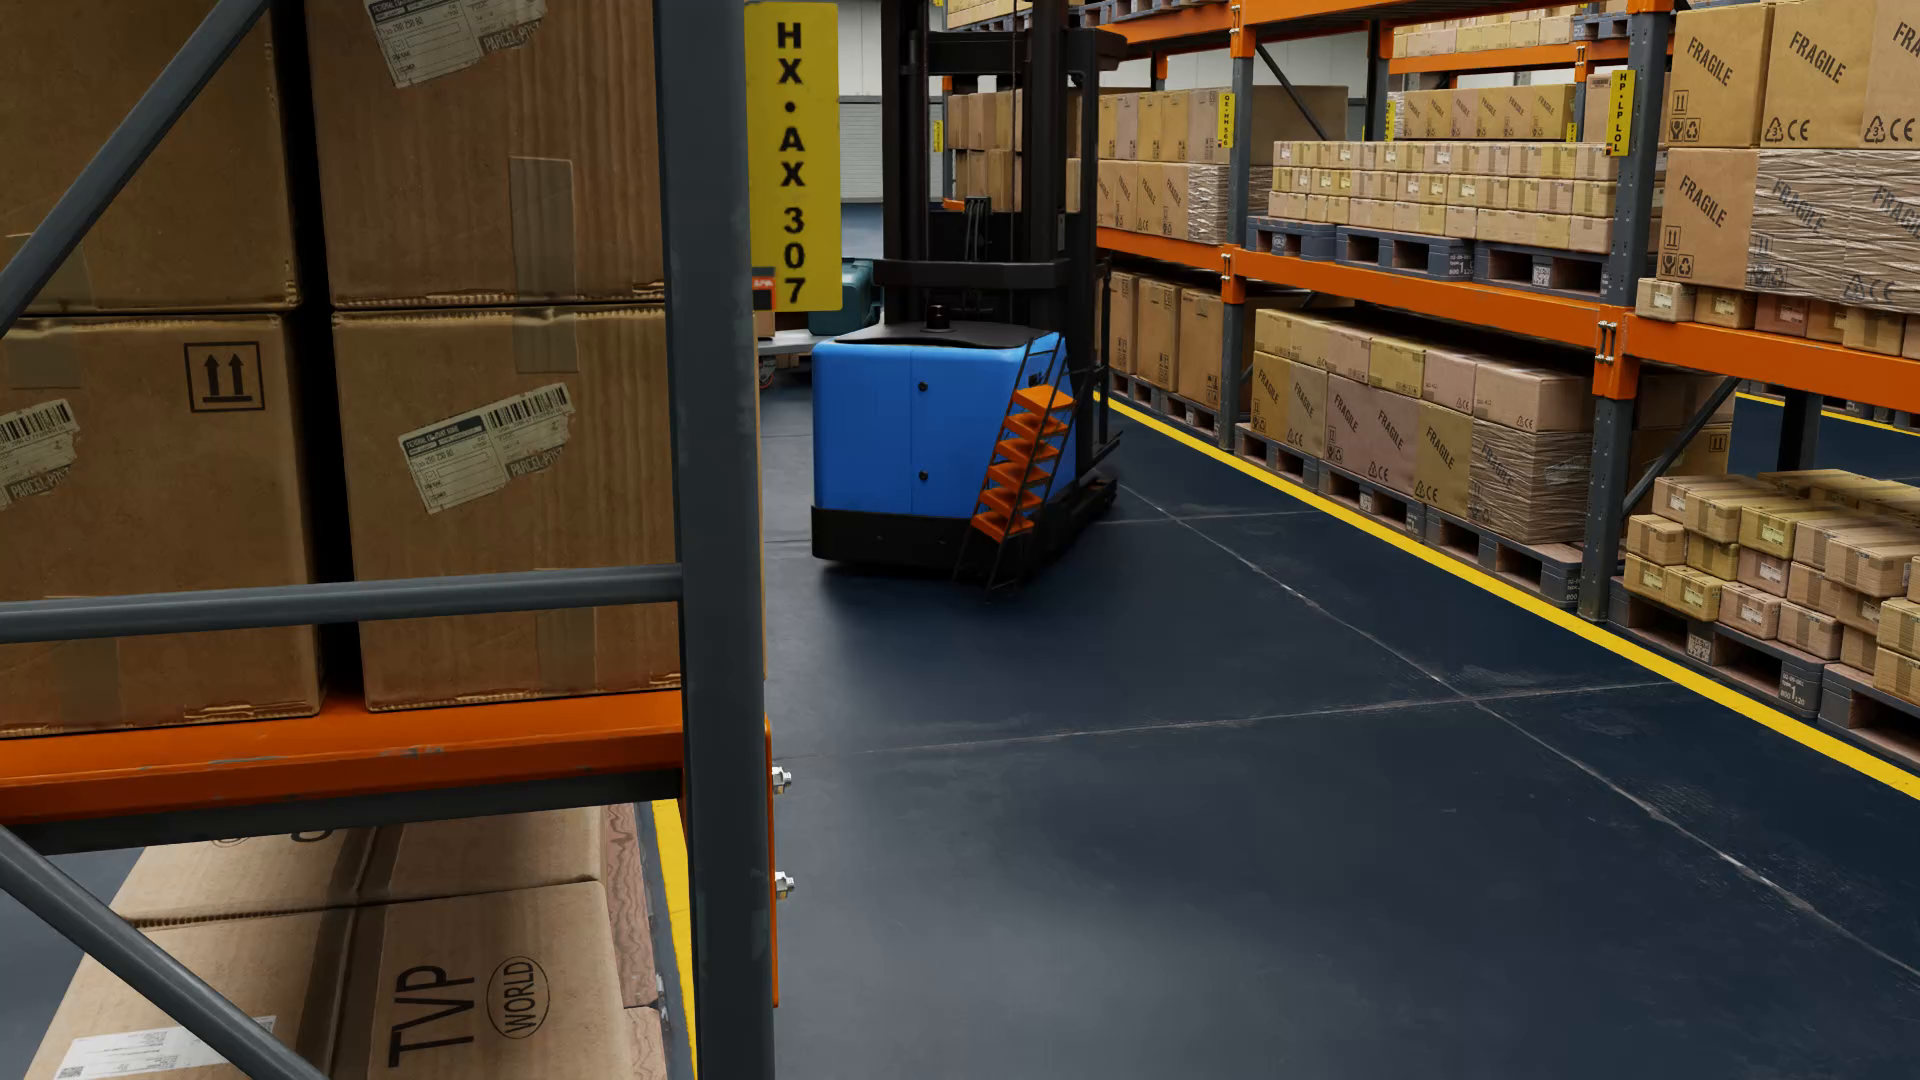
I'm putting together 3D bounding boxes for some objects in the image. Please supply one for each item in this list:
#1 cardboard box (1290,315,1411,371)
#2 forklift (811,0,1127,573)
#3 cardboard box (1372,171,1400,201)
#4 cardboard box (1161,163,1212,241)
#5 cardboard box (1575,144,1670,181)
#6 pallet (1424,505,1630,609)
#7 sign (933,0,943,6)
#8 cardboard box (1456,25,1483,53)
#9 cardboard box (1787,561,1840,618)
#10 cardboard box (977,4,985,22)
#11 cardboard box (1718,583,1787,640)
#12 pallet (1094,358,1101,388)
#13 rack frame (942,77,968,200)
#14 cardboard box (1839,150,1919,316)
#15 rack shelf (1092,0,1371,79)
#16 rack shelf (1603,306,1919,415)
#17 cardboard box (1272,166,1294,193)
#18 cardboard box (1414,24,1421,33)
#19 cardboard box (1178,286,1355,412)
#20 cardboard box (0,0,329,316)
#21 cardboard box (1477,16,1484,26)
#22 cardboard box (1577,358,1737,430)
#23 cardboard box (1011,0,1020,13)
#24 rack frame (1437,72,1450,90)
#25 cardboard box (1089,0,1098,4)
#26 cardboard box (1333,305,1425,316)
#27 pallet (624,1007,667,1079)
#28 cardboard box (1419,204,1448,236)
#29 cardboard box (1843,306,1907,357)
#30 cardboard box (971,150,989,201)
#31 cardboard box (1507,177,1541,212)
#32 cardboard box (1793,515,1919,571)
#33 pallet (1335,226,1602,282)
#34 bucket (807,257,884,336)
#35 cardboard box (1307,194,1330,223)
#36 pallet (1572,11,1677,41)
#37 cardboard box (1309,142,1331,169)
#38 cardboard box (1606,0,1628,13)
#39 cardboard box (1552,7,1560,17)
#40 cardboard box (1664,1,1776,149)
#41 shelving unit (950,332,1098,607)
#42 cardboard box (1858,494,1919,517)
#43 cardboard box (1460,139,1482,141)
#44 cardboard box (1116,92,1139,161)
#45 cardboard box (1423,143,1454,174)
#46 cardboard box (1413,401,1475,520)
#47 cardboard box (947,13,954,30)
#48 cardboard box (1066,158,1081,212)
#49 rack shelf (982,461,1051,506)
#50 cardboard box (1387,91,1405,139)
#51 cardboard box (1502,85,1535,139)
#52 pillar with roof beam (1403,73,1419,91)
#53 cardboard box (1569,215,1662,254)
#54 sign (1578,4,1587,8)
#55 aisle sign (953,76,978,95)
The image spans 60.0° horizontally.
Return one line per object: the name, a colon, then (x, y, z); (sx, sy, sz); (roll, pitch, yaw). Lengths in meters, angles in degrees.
cardboard box: (2.234, -1.131, 9.540); (0.500, 0.250, 0.500); (-3, 14, -14)
forklift: (0.232, -1.576, 8.702); (1.130, 2.935, 3.031); (4, 14, 17)
cardboard box: (2.411, -1.874, 8.794); (0.380, 0.149, 0.250); (-3, 14, -14)
cardboard box: (1.706, -2.320, 11.391); (0.500, 0.500, 0.500); (-3, 14, -13)
cardboard box: (2.844, -1.597, 7.034); (0.380, 0.149, 0.250); (-3, 14, -11)
pallet: (2.944, 0.031, 7.856); (1.003, 0.211, 1.213); (-3, 14, -13)
sign: (-0.231, -5.803, 17.531); (0.100, 0.325, 0.005); (-3, 14, -13)
cardboard box: (5.383, -5.071, 16.861); (0.500, 0.250, 0.500); (-3, 14, -12)
cardboard box: (3.202, 0.164, 5.932); (0.380, 0.149, 0.250); (-4, 14, -16)
cardboard box: (0.375, -5.112, 16.145); (0.380, 0.149, 0.250); (-3, 14, -14)
cardboard box: (3.073, 0.254, 6.187); (0.380, 0.149, 0.250); (-3, 14, -13)
pallet: (1.504, -1.461, 13.964); (1.003, 0.211, 1.213); (-3, 14, -13)
rack frame: (0.310, -3.912, 18.121); (1.000, 3.000, 0.127); (-3, 14, -13)
cardboard box: (3.206, -0.977, 5.268); (0.500, 0.500, 0.500); (-4, 14, -14)
rack shelf: (1.719, -3.636, 12.185); (1.077, 0.370, 4.000); (-3, 14, -13)
rack shelf: (3.598, -0.333, 4.987); (1.077, 0.370, 4.000); (-3, 14, -13)
cardboard box: (2.107, -2.171, 10.010); (0.380, 0.149, 0.250); (-3, 14, -11)
cardboard box: (5.141, -5.551, 17.982); (0.380, 0.149, 0.250); (-4, 14, -14)
cardboard box: (2.133, -1.324, 11.380); (1.050, 0.750, 0.750); (-3, 14, -14)
cardboard box: (-1.065, -0.554, 2.059); (0.500, 0.500, 0.500); (-3, 14, -11)
cardboard box: (5.445, -5.251, 16.754); (0.380, 0.149, 0.250); (-4, 14, -15)
cardboard box: (3.211, -0.683, 7.706); (0.500, 0.250, 0.500); (-4, 14, -16)
cardboard box: (0.671, -4.820, 14.950); (0.380, 0.149, 0.250); (-3, 14, -13)
rack frame: (5.155, -4.166, 19.157); (1.000, 3.000, 0.127); (-3, 14, -13)
cardboard box: (1.374, -4.798, 14.858); (0.380, 0.149, 0.250); (-3, 14, -13)
cardboard box: (2.604, -1.278, 10.139); (0.500, 0.250, 0.500); (-4, 14, -15)
pallet: (-0.984, 1.252, 2.856); (1.003, 0.211, 1.213); (-3, 14, -13)
cardboard box: (2.533, -1.607, 8.329); (0.380, 0.149, 0.250); (-3, 14, -11)
cardboard box: (3.177, -0.700, 5.500); (0.380, 0.149, 0.250); (-3, 14, -12)
cardboard box: (0.601, -3.640, 16.692); (0.875, 0.550, 0.550); (-3, 14, -13)
cardboard box: (2.724, -1.570, 7.549); (0.380, 0.149, 0.250); (-3, 14, -11)
cardboard box: (3.205, 0.020, 5.893); (0.380, 0.149, 0.250); (-4, 14, -15)
pallet: (2.693, -1.519, 8.730); (1.003, 0.211, 1.213); (-3, 14, -13)
bucket: (-1.024, -2.041, 14.155); (0.726, 0.611, 0.620); (2, 24, 6)
cardboard box: (2.224, -1.910, 9.571); (0.380, 0.149, 0.250); (-3, 14, -10)
pallet: (6.136, -4.460, 14.439); (1.213, 0.211, 1.003); (-3, 14, -13)
cardboard box: (2.228, -2.202, 9.510); (0.380, 0.149, 0.250); (-3, 14, -13)
cardboard box: (6.108, -4.840, 14.496); (0.797, 0.503, 0.637); (-4, 14, -16)
cardboard box: (5.763, -4.946, 15.509); (0.380, 0.149, 0.250); (-3, 14, -13)
cardboard box: (2.997, -1.705, 6.143); (0.500, 0.500, 0.500); (-3, 14, -12)
shelving unit: (0.263, -0.293, 7.110); (0.189, 1.200, 0.258); (33, 29, 28)
cardboard box: (3.629, -0.071, 6.266); (0.380, 0.149, 0.250); (-3, 14, -14)
cardboard box: (5.673, -3.888, 17.183); (0.875, 0.500, 0.500); (-3, 14, -13)
cardboard box: (1.613, -3.175, 12.784); (0.700, 0.500, 0.500); (-3, 14, -13)
cardboard box: (2.539, -1.898, 8.265); (0.380, 0.149, 0.250); (-4, 14, -16)
cardboard box: (2.589, -0.409, 8.163); (0.500, 0.500, 0.500); (-4, 14, -15)
cardboard box: (0.079, -5.403, 17.336); (0.380, 0.149, 0.250); (-3, 14, -13)
cardboard box: (1.111, -2.902, 13.774); (0.500, 0.500, 0.500); (-3, 14, -13)
rack shelf: (0.251, -0.255, 7.130); (0.180, 0.103, 0.258); (33, 29, 28)
cardboard box: (5.019, -4.702, 18.410); (0.500, 0.500, 0.500); (-3, 14, -13)
cardboard box: (5.602, -4.125, 16.048); (0.500, 0.500, 0.500); (-3, 14, -13)
pillar with roof beam: (9.374, -14.476, 48.718); (9.100, 9.000, 0.400); (-3, 14, -13)
cardboard box: (2.842, -1.307, 7.100); (0.380, 0.149, 0.250); (-4, 14, -14)
sign: (5.569, -4.919, 14.832); (0.100, 0.325, 0.005); (-3, 14, -13)
aisle sign: (0.002, -5.175, 17.811); (0.394, 0.787, 0.004); (-3, 14, -13)
